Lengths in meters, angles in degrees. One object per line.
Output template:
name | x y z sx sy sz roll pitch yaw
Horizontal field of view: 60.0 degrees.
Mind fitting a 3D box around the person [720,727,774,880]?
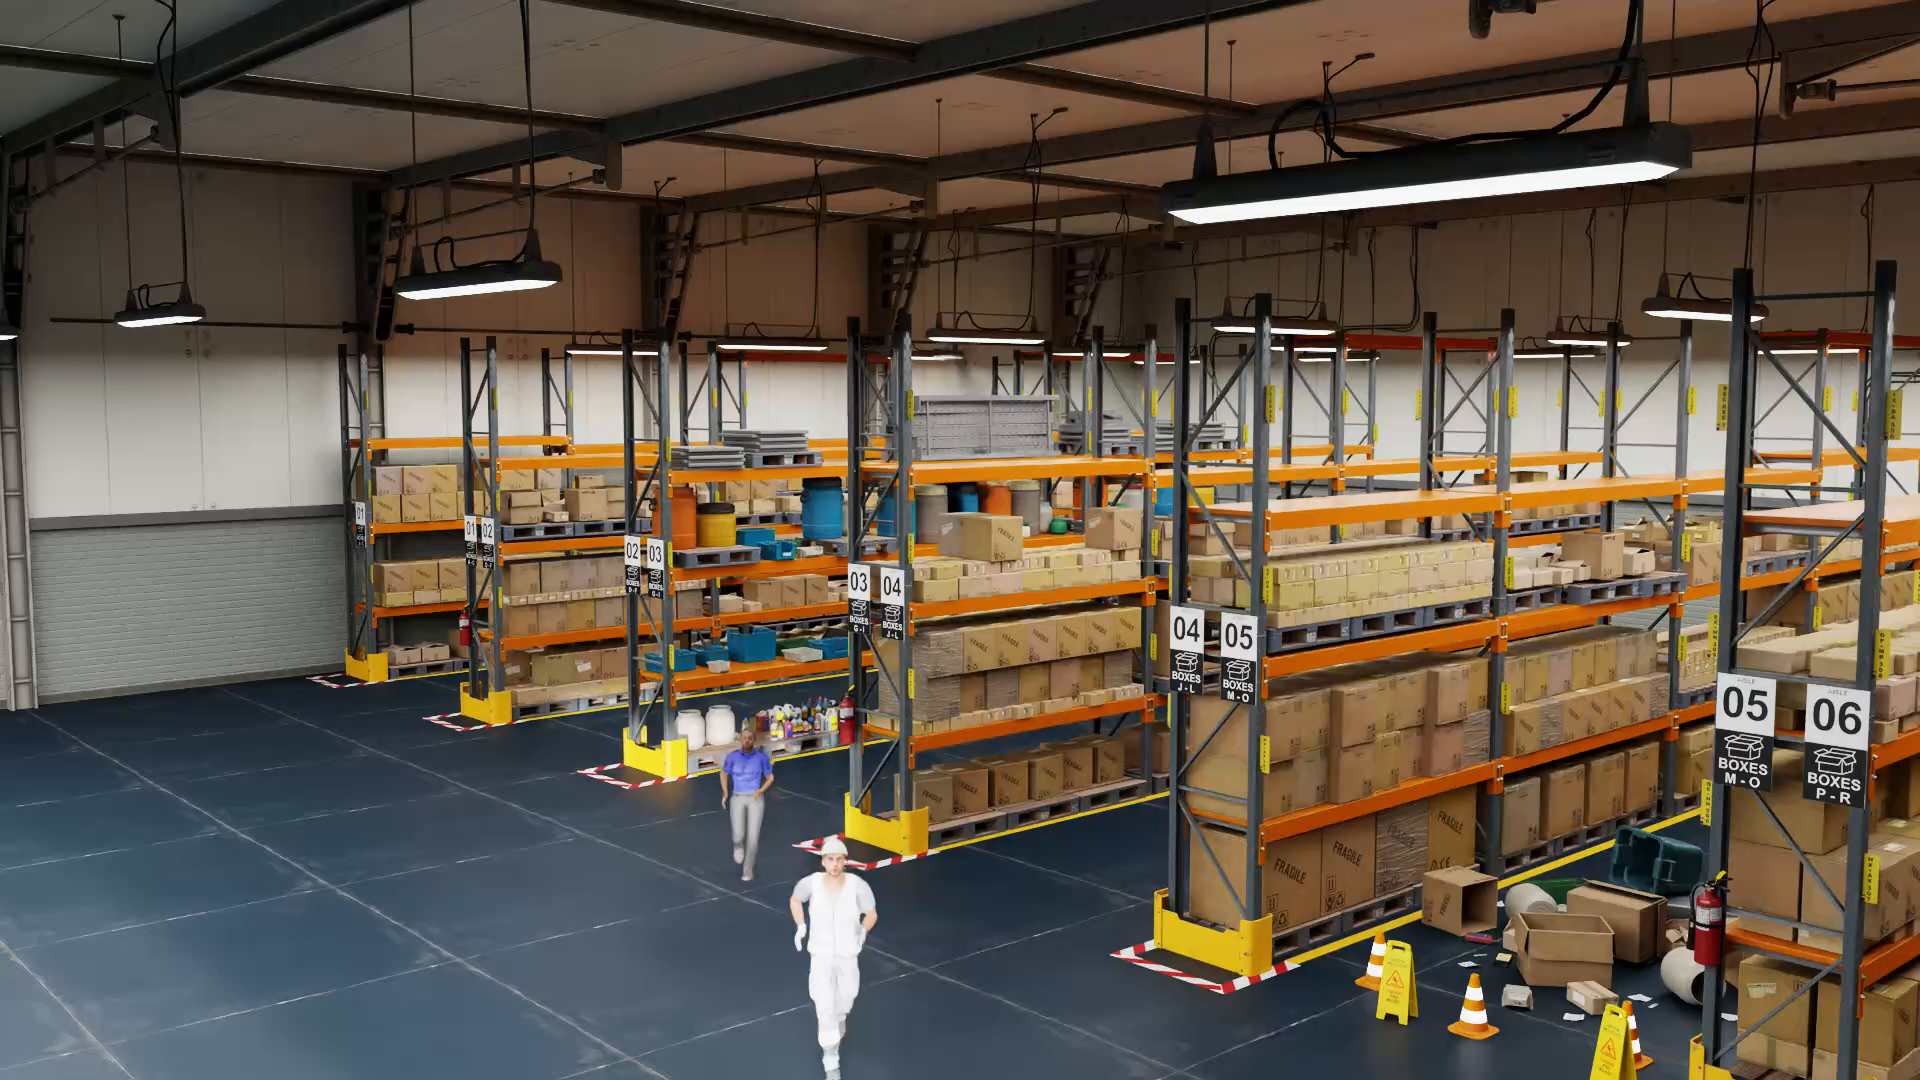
person | -2.261 2.794 17.653 0.575 1.617 0.562 0 5 -5

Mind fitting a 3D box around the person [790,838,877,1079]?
person | -0.956 3.143 12.621 0.656 1.792 0.980 -1 5 -6

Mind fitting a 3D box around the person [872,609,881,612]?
person | -1.707 1.197 35.022 0.561 1.710 0.774 4 7 38
